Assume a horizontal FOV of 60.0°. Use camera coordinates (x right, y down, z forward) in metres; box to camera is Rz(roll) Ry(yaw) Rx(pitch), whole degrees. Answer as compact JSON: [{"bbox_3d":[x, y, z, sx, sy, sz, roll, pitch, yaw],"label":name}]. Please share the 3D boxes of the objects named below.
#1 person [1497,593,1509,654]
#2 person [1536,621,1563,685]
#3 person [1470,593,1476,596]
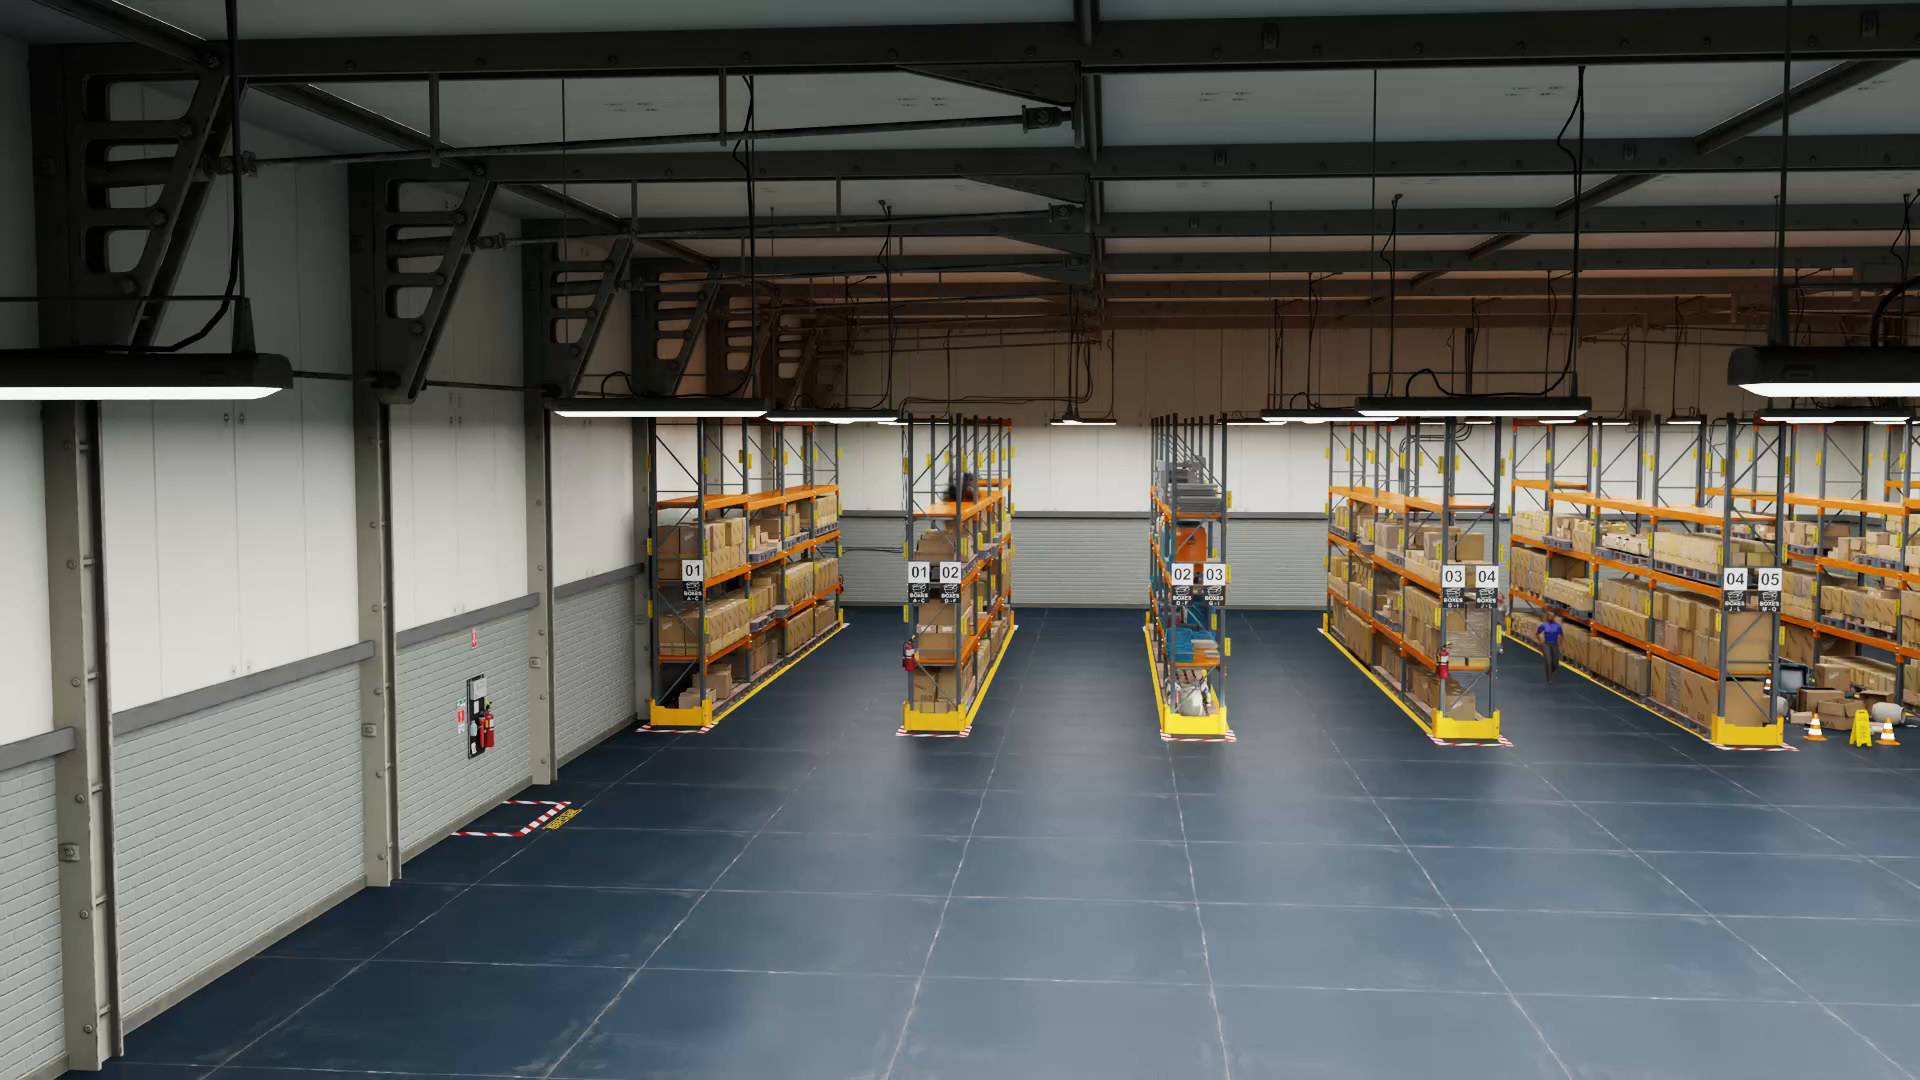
[{"bbox_3d":[13.773,2.112,42.590,0.531,1.578,0.801,1,4,10],"label":"person"},{"bbox_3d":[13.165,2.503,37.312,0.459,1.422,0.628,1,4,9],"label":"person"},{"bbox_3d":[13.825,1.919,44.603,0.598,1.609,0.551,0,4,5],"label":"person"}]
